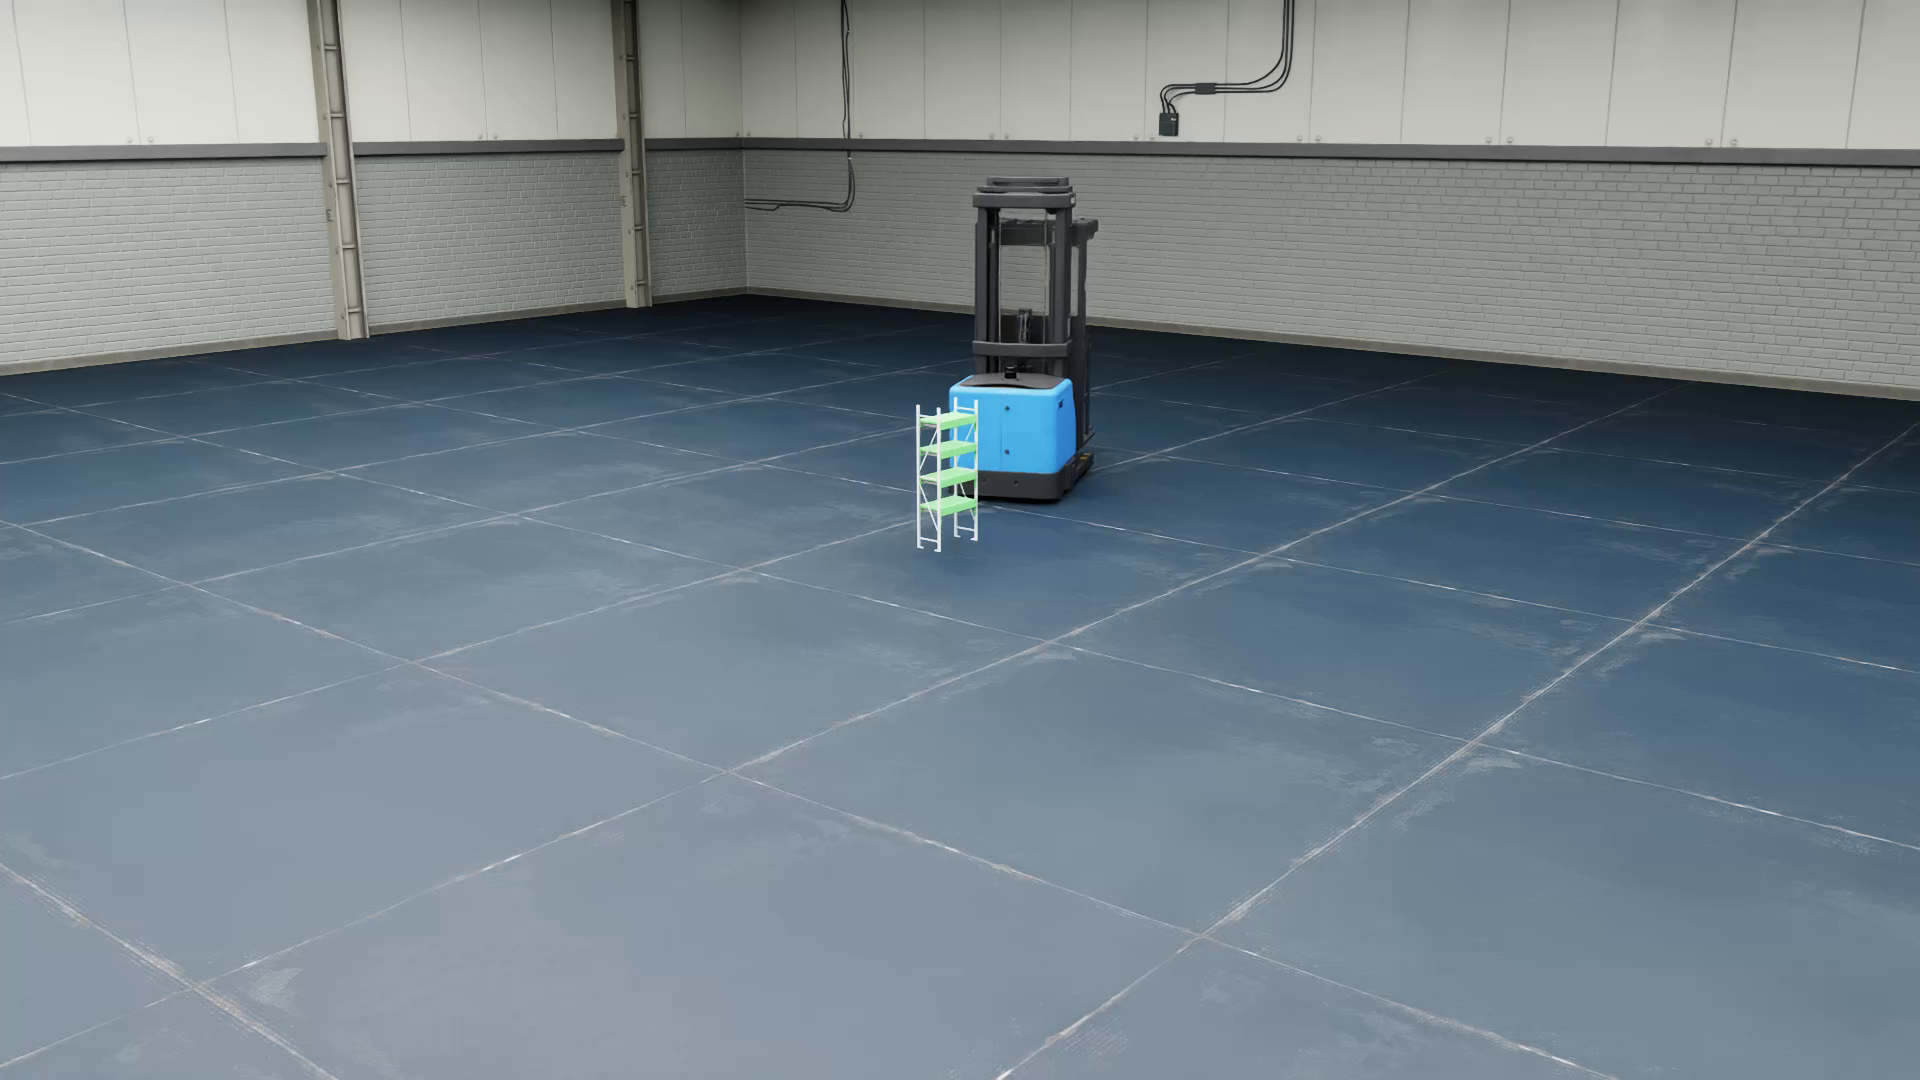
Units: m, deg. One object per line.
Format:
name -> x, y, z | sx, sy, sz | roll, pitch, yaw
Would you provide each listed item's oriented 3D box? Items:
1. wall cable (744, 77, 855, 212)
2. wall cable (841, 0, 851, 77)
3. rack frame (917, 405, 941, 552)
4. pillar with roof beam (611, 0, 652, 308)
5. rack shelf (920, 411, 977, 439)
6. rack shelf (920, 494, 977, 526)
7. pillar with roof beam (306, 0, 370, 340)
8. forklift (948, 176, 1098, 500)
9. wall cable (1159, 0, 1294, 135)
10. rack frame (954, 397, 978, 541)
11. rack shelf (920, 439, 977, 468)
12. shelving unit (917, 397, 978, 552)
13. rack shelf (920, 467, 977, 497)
wall cable -> -3.218, -7.652, 32.273 | 3.097, 2.526, 0.112 | 11, 18, 38
wall cable -> -1.113, -9.681, 30.003 | 3.097, 2.526, 0.112 | 11, 18, 38
rack frame -> -0.257, -0.503, 13.666 | 0.240, 1.200, 0.015 | 11, 18, 38
pillar with roof beam -> -2.749, -8.131, 27.853 | 9.100, 9.000, 0.400 | 11, 18, 38
rack shelf -> -0.104, -0.953, 13.748 | 0.258, 0.148, 0.480 | 11, 18, 38
rack shelf -> -0.104, -0.255, 13.925 | 0.258, 0.148, 0.480 | 11, 18, 38
pillar with roof beam -> -6.520, -6.982, 23.330 | 9.100, 9.000, 0.400 | 11, 18, 38
forklift -> 0.743, -2.112, 16.484 | 1.130, 2.935, 3.031 | 4, 15, 14
wall cable -> 4.156, -9.333, 25.677 | 2.305, 6.003, 0.169 | 11, 18, 38
rack frame -> 0.049, -0.597, 14.034 | 0.240, 1.200, 0.015 | 11, 18, 38
rack shelf -> -0.104, -0.721, 13.807 | 0.258, 0.148, 0.480 | 11, 18, 38
shelving unit -> -0.104, -0.550, 13.850 | 0.258, 1.200, 0.503 | 11, 18, 38
rack shelf -> -0.104, -0.488, 13.866 | 0.258, 0.148, 0.480 | 11, 18, 38
